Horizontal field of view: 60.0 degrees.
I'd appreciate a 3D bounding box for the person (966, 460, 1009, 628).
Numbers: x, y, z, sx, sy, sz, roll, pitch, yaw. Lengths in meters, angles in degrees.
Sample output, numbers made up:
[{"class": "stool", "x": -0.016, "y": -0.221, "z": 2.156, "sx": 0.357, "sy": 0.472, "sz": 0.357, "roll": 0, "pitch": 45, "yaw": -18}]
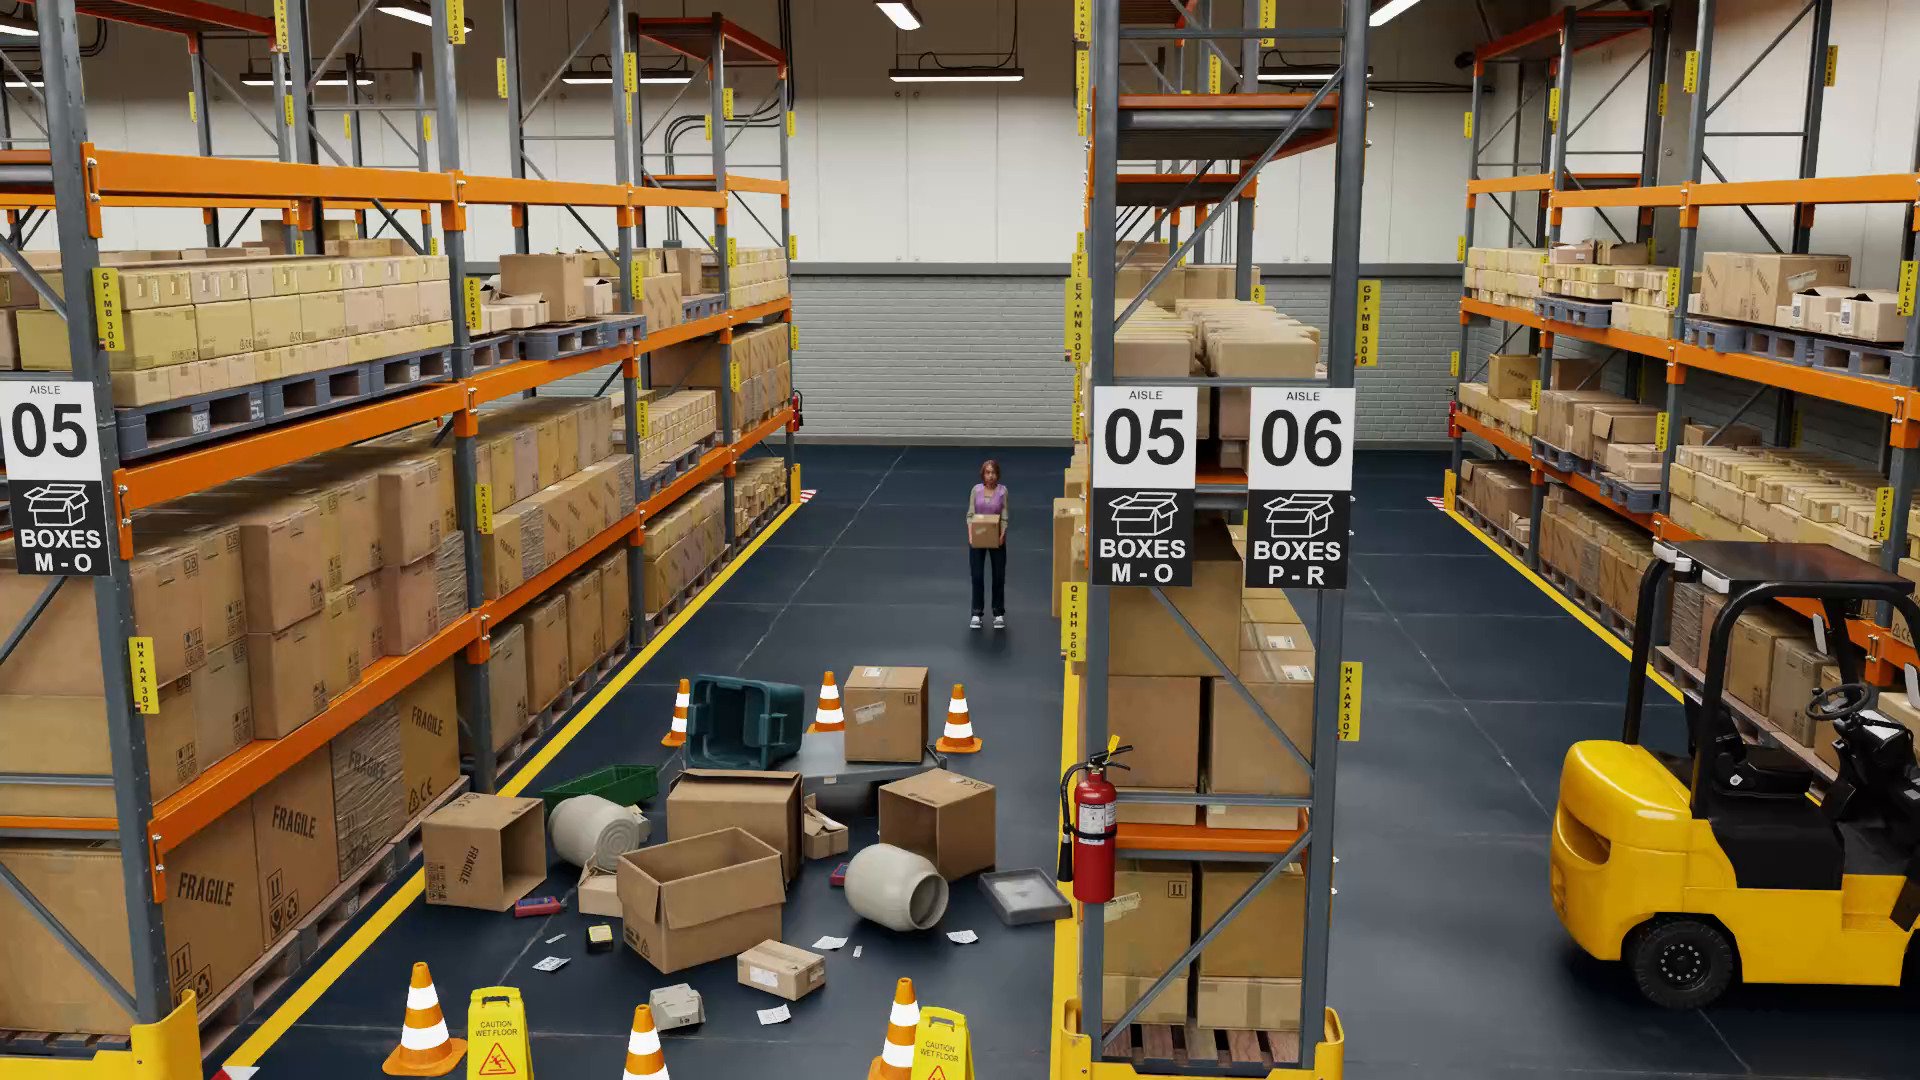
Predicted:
[{"class": "person", "x": 0.261, "y": 0.054, "z": 15.694, "sx": 0.404, "sy": 1.591, "sz": 0.496, "roll": 1, "pitch": 11, "yaw": 5}]
